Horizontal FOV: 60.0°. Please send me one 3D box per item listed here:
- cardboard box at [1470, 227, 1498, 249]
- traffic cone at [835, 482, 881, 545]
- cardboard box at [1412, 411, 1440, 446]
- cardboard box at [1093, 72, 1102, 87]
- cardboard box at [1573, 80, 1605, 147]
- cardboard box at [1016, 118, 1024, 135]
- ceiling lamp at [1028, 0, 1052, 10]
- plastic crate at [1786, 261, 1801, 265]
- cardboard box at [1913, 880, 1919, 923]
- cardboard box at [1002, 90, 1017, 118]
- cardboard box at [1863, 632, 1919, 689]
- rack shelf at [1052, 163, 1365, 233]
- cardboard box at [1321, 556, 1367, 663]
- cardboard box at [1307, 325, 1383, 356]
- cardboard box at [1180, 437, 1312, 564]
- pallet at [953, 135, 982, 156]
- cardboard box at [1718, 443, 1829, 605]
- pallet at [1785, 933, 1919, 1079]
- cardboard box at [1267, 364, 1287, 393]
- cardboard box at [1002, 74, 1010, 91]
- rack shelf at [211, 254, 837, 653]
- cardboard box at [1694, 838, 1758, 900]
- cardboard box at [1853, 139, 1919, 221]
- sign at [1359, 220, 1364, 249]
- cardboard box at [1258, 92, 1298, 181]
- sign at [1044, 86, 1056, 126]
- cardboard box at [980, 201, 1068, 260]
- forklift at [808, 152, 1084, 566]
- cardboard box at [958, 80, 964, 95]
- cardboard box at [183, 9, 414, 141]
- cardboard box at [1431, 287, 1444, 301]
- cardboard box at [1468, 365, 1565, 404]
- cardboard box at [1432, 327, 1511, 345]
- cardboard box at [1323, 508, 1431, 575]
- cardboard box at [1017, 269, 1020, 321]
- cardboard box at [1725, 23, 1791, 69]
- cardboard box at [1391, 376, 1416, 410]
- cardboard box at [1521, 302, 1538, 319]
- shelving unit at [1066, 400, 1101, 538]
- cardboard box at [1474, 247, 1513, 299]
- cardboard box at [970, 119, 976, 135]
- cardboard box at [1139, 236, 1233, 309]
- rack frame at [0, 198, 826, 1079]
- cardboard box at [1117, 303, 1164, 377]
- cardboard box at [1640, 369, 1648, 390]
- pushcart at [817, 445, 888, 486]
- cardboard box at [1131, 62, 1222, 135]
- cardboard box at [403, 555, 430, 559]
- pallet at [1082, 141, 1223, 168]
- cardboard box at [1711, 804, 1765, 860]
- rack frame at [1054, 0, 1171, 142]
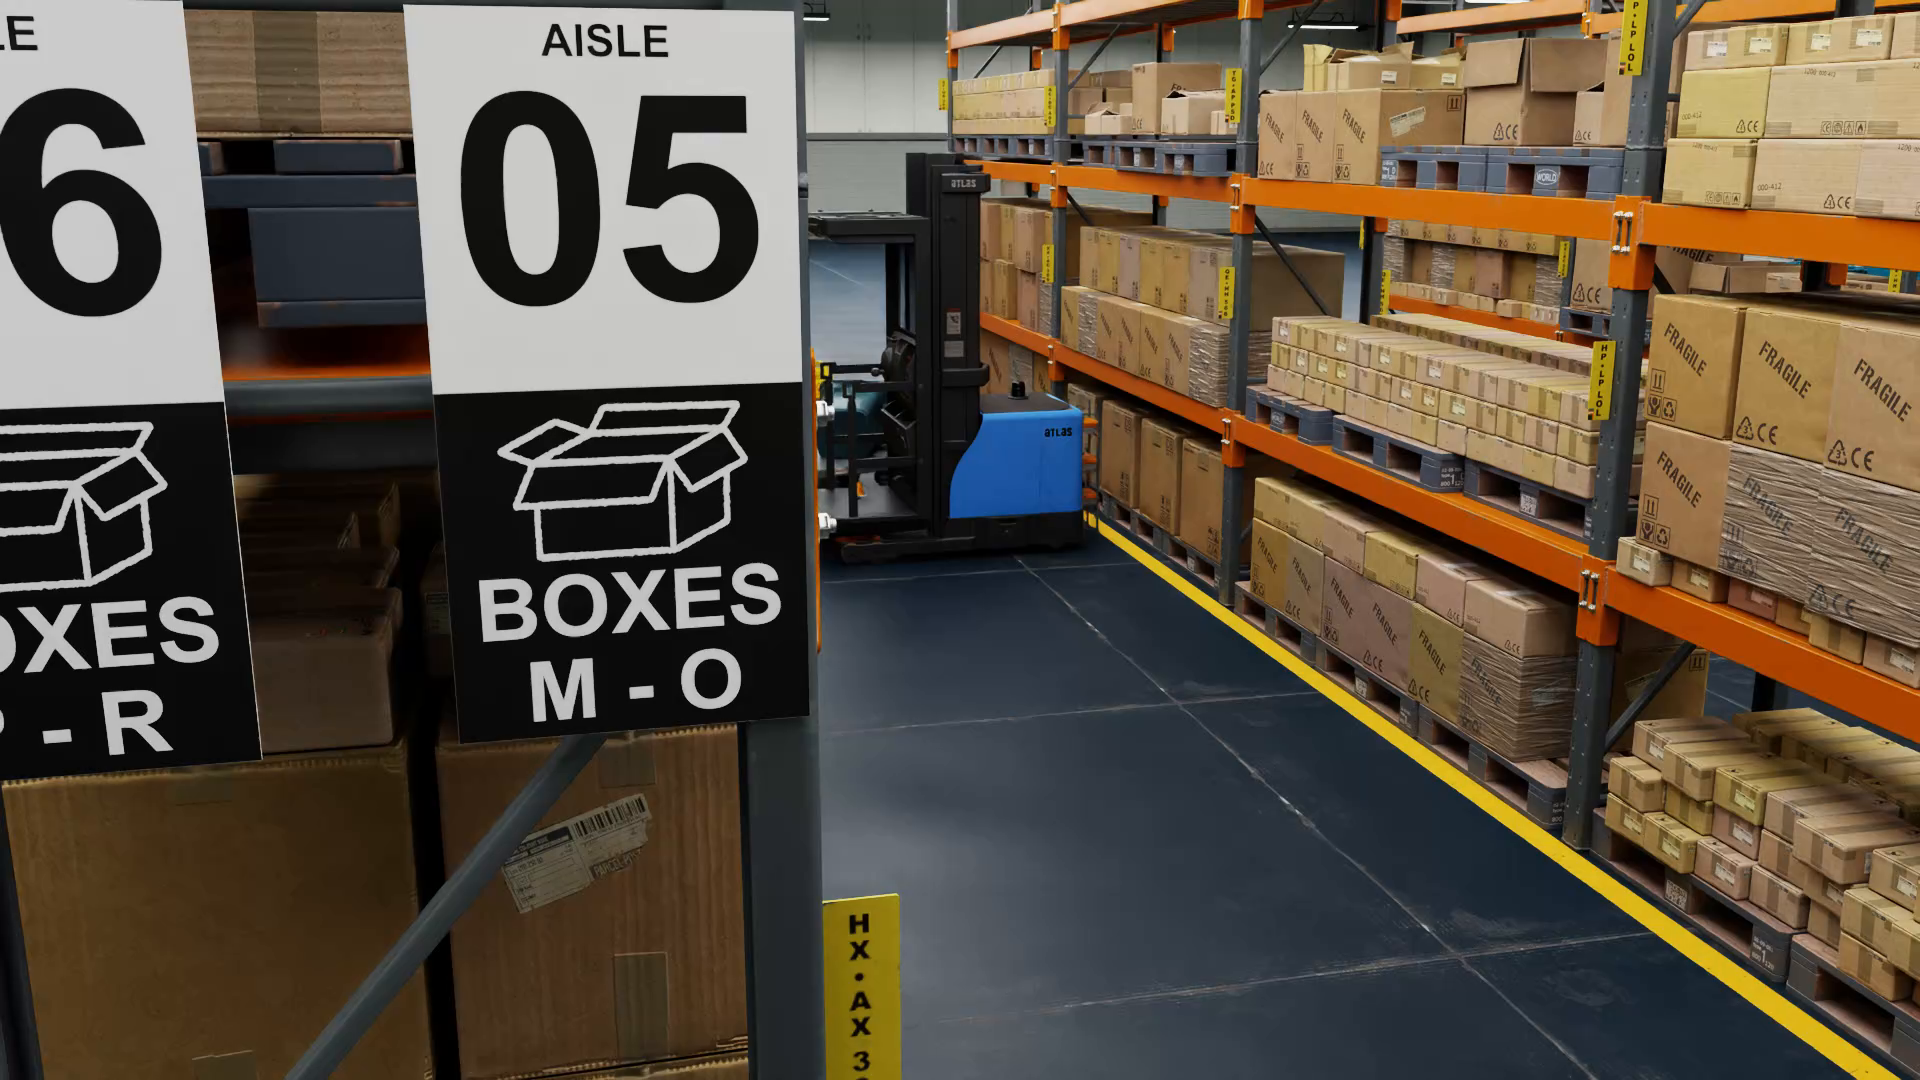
[{"bbox_3d":[5.540,-3.222,16.851,0.500,0.500,0.500,-3,14,-13],"label":"cardboard box"},{"bbox_3d":[-0.792,-0.220,12.854,0.336,0.463,0.334,-3,14,-13],"label":"traffic cone"},{"bbox_3d":[2.587,-0.588,8.660,0.380,0.149,0.250,-3,14,-11],"label":"cardboard box"},{"bbox_3d":[1.428,-4.166,15.093,0.380,0.149,0.250,-3,14,-14],"label":"cardboard box"},{"bbox_3d":[3.179,-1.958,7.604,0.500,0.311,0.500,-3,14,-14],"label":"cardboard box"},{"bbox_3d":[0.725,-3.802,15.281,0.380,0.149,0.250,-3,14,-13],"label":"cardboard box"},{"bbox_3d":[2.564,-14.956,42.882,2.000,3.185,0.800,-3,14,-13],"label":"ceiling lamp"},{"bbox_3d":[10.432,-3.252,20.231,0.499,0.251,0.616,-3,14,-13],"label":"plastic crate"},{"bbox_3d":[3.404,1.219,5.484,0.380,0.149,0.250,-3,14,-13],"label":"cardboard box"},{"bbox_3d":[0.704,-4.084,15.596,0.500,0.250,0.500,-3,14,-14],"label":"cardboard box"},{"bbox_3d":[3.287,0.381,5.576,0.380,0.149,0.250,-3,14,-11],"label":"cardboard box"},{"bbox_3d":[1.773,-2.617,12.515,1.077,0.370,4.000,-3,14,-13],"label":"rack shelf"},{"bbox_3d":[2.407,0.373,9.461,0.500,0.500,0.500,-4,14,-15],"label":"cardboard box"},{"bbox_3d":[2.282,-1.183,9.841,0.380,0.149,0.250,-3,14,-13],"label":"cardboard box"},{"bbox_3d":[2.187,-0.305,11.710,1.050,0.750,0.750,-3,14,-14],"label":"cardboard box"},{"bbox_3d":[0.548,-4.137,17.408,1.003,0.211,1.213,-3,14,-13],"label":"pallet"},{"bbox_3d":[3.177,-0.077,6.083,0.500,0.500,0.500,-3,14,-13],"label":"cardboard box"},{"bbox_3d":[3.664,1.664,5.671,1.003,0.211,1.213,-3,14,-13],"label":"pallet"},{"bbox_3d":[2.152,-1.016,10.409,0.380,0.149,0.250,-3,14,-14],"label":"cardboard box"},{"bbox_3d":[0.612,-4.304,15.657,0.380,0.149,0.250,-3,14,-14],"label":"cardboard box"},{"bbox_3d":[-1.136,-0.473,3.737,1.077,0.370,4.000,-3,14,-13],"label":"rack shelf"},{"bbox_3d":[3.127,1.273,6.518,0.380,0.149,0.250,-3,14,-13],"label":"cardboard box"},{"bbox_3d":[3.264,-1.152,5.318,0.500,0.250,0.500,-3,14,-11],"label":"cardboard box"},{"bbox_3d":[4.681,-3.537,19.261,0.100,0.325,0.005,-3,14,-13],"label":"sign"},{"bbox_3d":[2.118,-2.407,9.930,0.500,0.500,0.500,-3,14,-13],"label":"cardboard box"},{"bbox_3d":[0.764,-3.687,14.120,0.100,0.325,0.005,-3,14,-13],"label":"sign"},{"bbox_3d":[0.632,-3.145,16.888,0.875,0.550,0.550,-3,14,-13],"label":"cardboard box"},{"bbox_3d":[-0.638,-1.374,12.374,3.031,2.935,1.130,-3,14,-14],"label":"forklift"},{"bbox_3d":[0.191,-4.716,17.344,0.380,0.149,0.250,-3,14,-13],"label":"cardboard box"},{"bbox_3d":[-0.860,-0.639,2.123,0.500,0.250,0.500,-5,14,-18],"label":"cardboard box"},{"bbox_3d":[5.344,-2.658,18.015,0.380,0.149,0.250,-3,14,-13],"label":"cardboard box"},{"bbox_3d":[2.713,-0.760,8.110,0.380,0.149,0.250,-3,14,-13],"label":"cardboard box"},{"bbox_3d":[2.988,-1.152,9.712,0.380,0.149,0.250,-3,14,-12],"label":"cardboard box"},{"bbox_3d":[2.392,0.002,9.400,0.500,0.250,0.500,-3,14,-13],"label":"cardboard box"},{"bbox_3d":[1.041,-2.385,16.053,0.875,0.550,0.550,-3,14,-13],"label":"cardboard box"},{"bbox_3d":[3.047,-1.801,6.081,0.380,0.149,0.250,-4,14,-16],"label":"cardboard box"},{"bbox_3d":[2.532,-0.793,8.870,0.380,0.149,0.250,-3,14,-11],"label":"cardboard box"},{"bbox_3d":[5.762,-2.255,16.364,0.380,0.149,0.250,-3,14,-13],"label":"cardboard box"},{"bbox_3d":[0.953,-0.553,12.979,0.215,1.050,0.252,-3,14,-14],"label":"shelving unit"},{"bbox_3d":[5.804,-2.752,17.032,0.875,0.500,0.500,-3,14,-13],"label":"cardboard box"},{"bbox_3d":[0.312,-4.210,16.950,0.380,0.149,0.250,-3,14,-13],"label":"cardboard box"},{"bbox_3d":[1.784,-2.039,12.637,0.700,0.500,0.500,-3,14,-14],"label":"cardboard box"},{"bbox_3d":[-0.666,1.096,2.119,1.000,3.000,0.127,-3,14,-13],"label":"rack frame"},{"bbox_3d":[1.518,-1.534,12.676,0.500,0.500,0.500,-3,14,-12],"label":"cardboard box"},{"bbox_3d":[3.408,-0.736,8.011,0.380,0.149,0.250,-3,14,-13],"label":"cardboard box"},{"bbox_3d":[-1.280,-0.537,14.328,1.648,0.377,0.936,-9,16,-33],"label":"pushcart"},{"bbox_3d":[1.562,-3.192,12.046,0.500,0.500,0.500,-3,14,-13],"label":"cardboard box"},{"bbox_3d":[-1.275,0.231,3.344,0.500,0.500,0.500,-3,14,-13],"label":"cardboard box"},{"bbox_3d":[1.566,-3.126,13.487,0.805,0.209,1.217,-4,14,-15],"label":"pallet"},{"bbox_3d":[3.195,1.120,6.518,0.380,0.149,0.250,-3,14,-14],"label":"cardboard box"},{"bbox_3d":[1.303,-4.885,13.963,1.000,3.000,0.127,-3,14,-13],"label":"rack frame"}]
